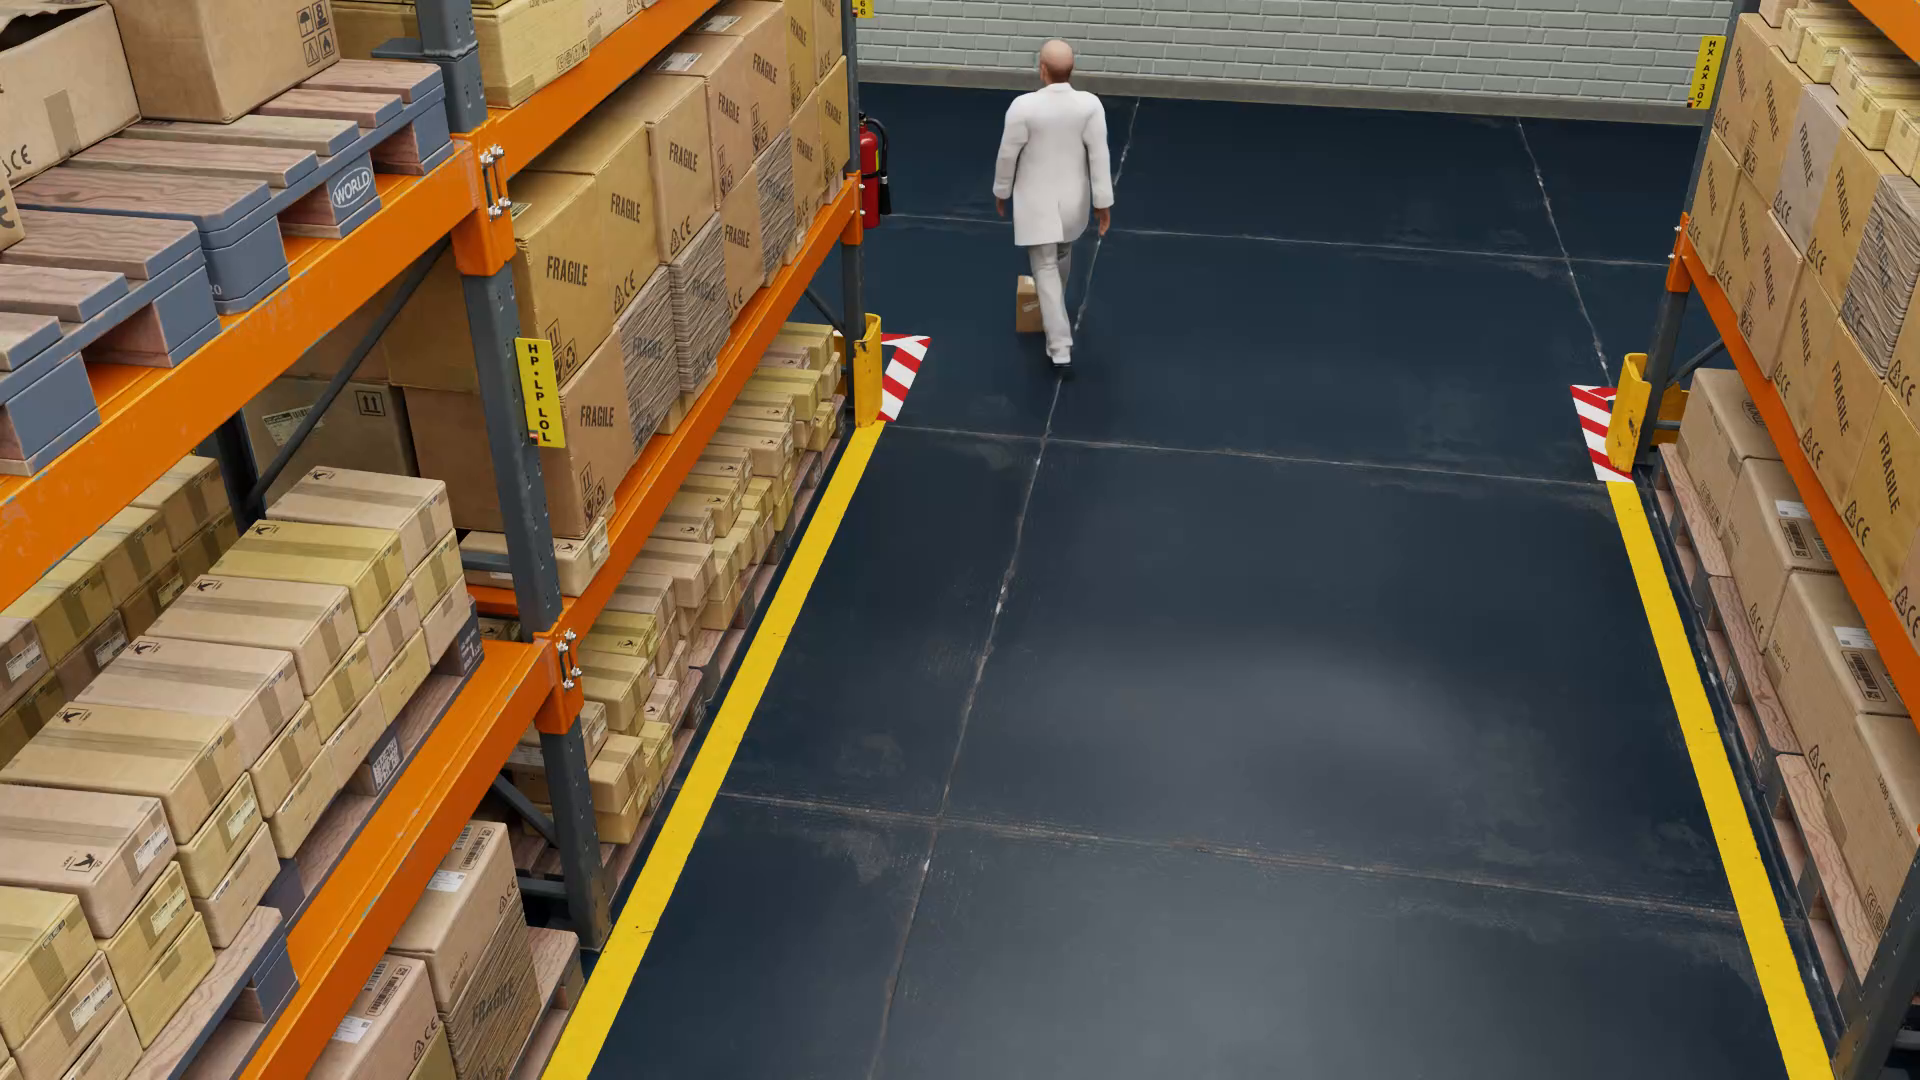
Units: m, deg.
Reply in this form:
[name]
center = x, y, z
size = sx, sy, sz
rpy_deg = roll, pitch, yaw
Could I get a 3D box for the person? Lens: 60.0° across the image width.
[person]
center = 0.497, -1.916, 9.221
size = 0.626, 1.732, 1.082
rpy_deg = -7, 33, -11
